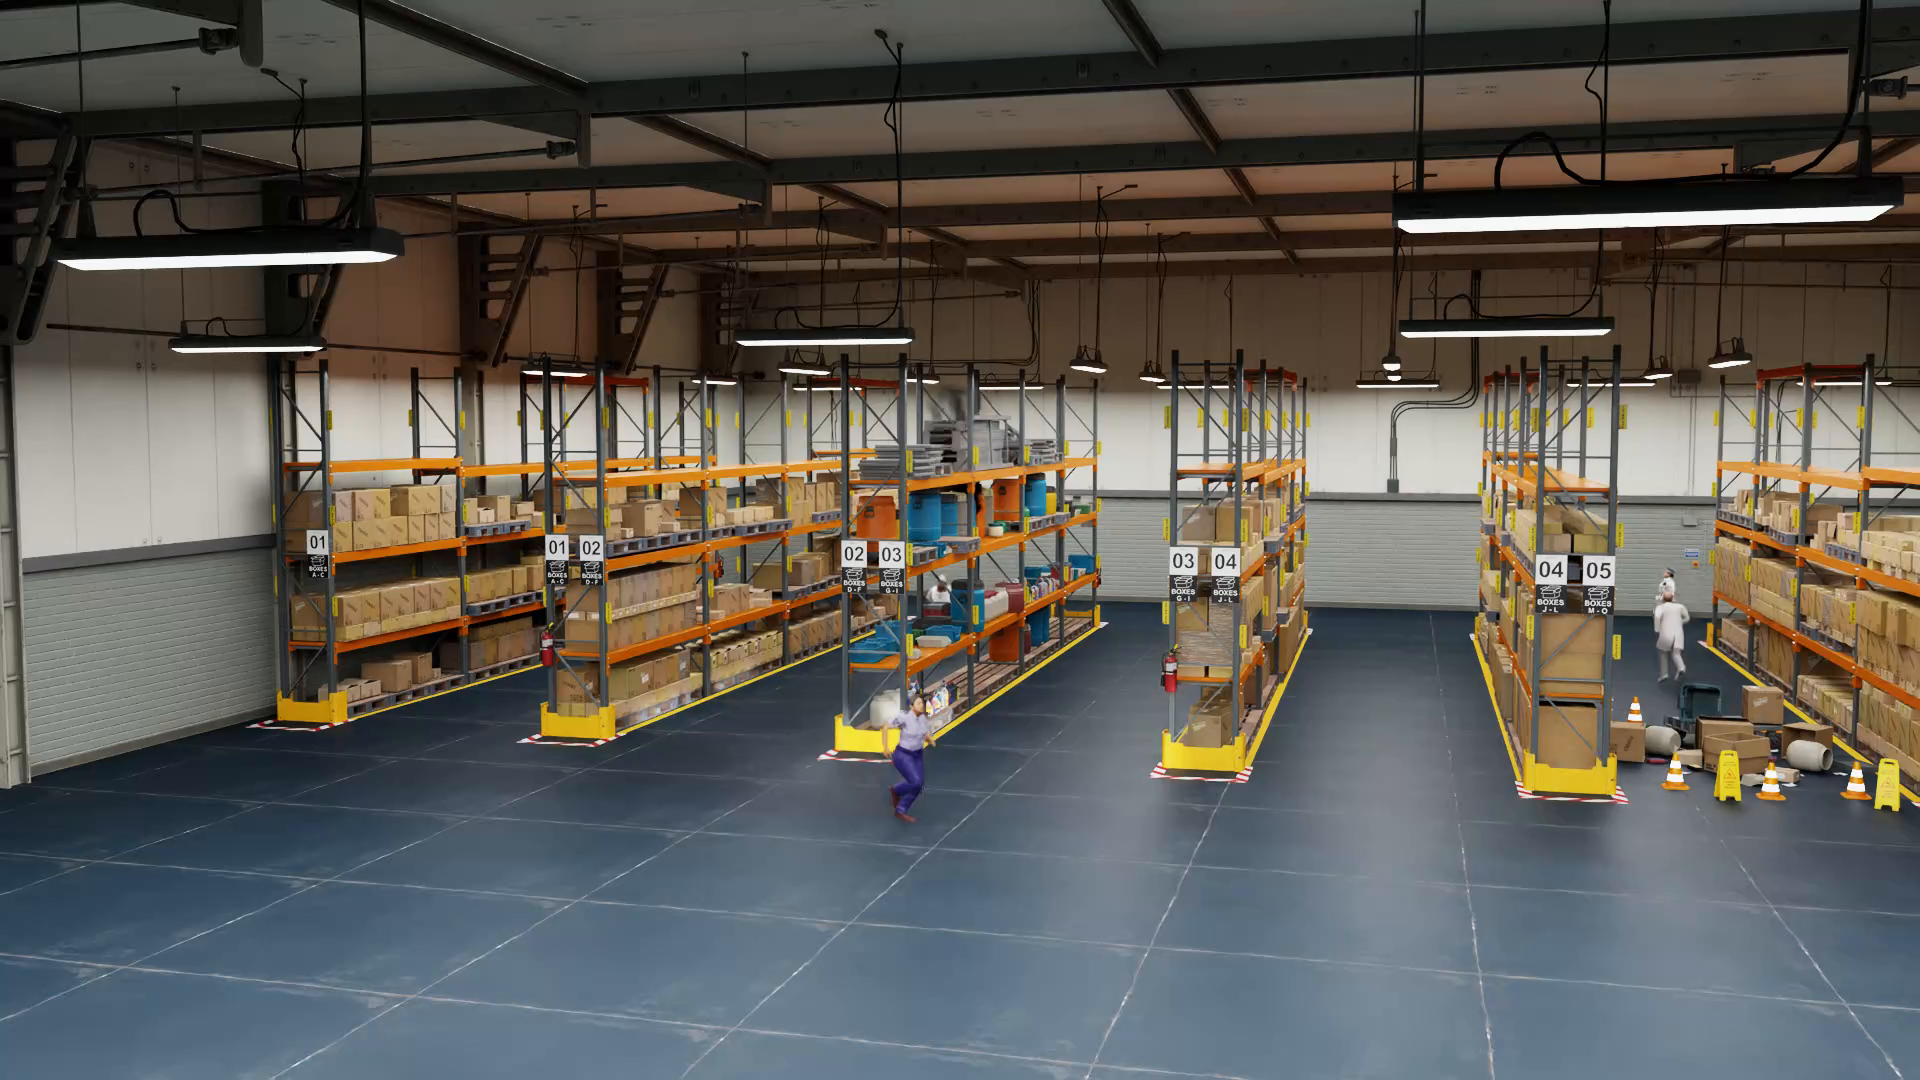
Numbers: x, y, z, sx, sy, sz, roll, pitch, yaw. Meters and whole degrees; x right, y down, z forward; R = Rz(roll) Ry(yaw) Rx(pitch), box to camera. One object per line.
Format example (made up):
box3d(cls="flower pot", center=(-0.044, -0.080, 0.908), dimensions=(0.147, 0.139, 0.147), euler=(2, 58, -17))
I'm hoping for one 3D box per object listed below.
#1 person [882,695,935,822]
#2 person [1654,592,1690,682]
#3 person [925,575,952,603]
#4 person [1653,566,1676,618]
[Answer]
box3d(cls="person", center=(-0.589, 2.726, 20.712), dimensions=(0.606, 1.599, 0.645), euler=(4, 6, 42))
box3d(cls="person", center=(13.418, 1.878, 31.348), dimensions=(0.712, 1.778, 1.189), euler=(0, 4, 5))
box3d(cls="person", center=(-0.379, 1.545, 34.676), dimensions=(0.706, 1.677, 0.982), euler=(1, 4, 13))
box3d(cls="person", center=(16.228, 1.426, 38.270), dimensions=(0.545, 1.651, 0.609), euler=(0, 4, 3))
